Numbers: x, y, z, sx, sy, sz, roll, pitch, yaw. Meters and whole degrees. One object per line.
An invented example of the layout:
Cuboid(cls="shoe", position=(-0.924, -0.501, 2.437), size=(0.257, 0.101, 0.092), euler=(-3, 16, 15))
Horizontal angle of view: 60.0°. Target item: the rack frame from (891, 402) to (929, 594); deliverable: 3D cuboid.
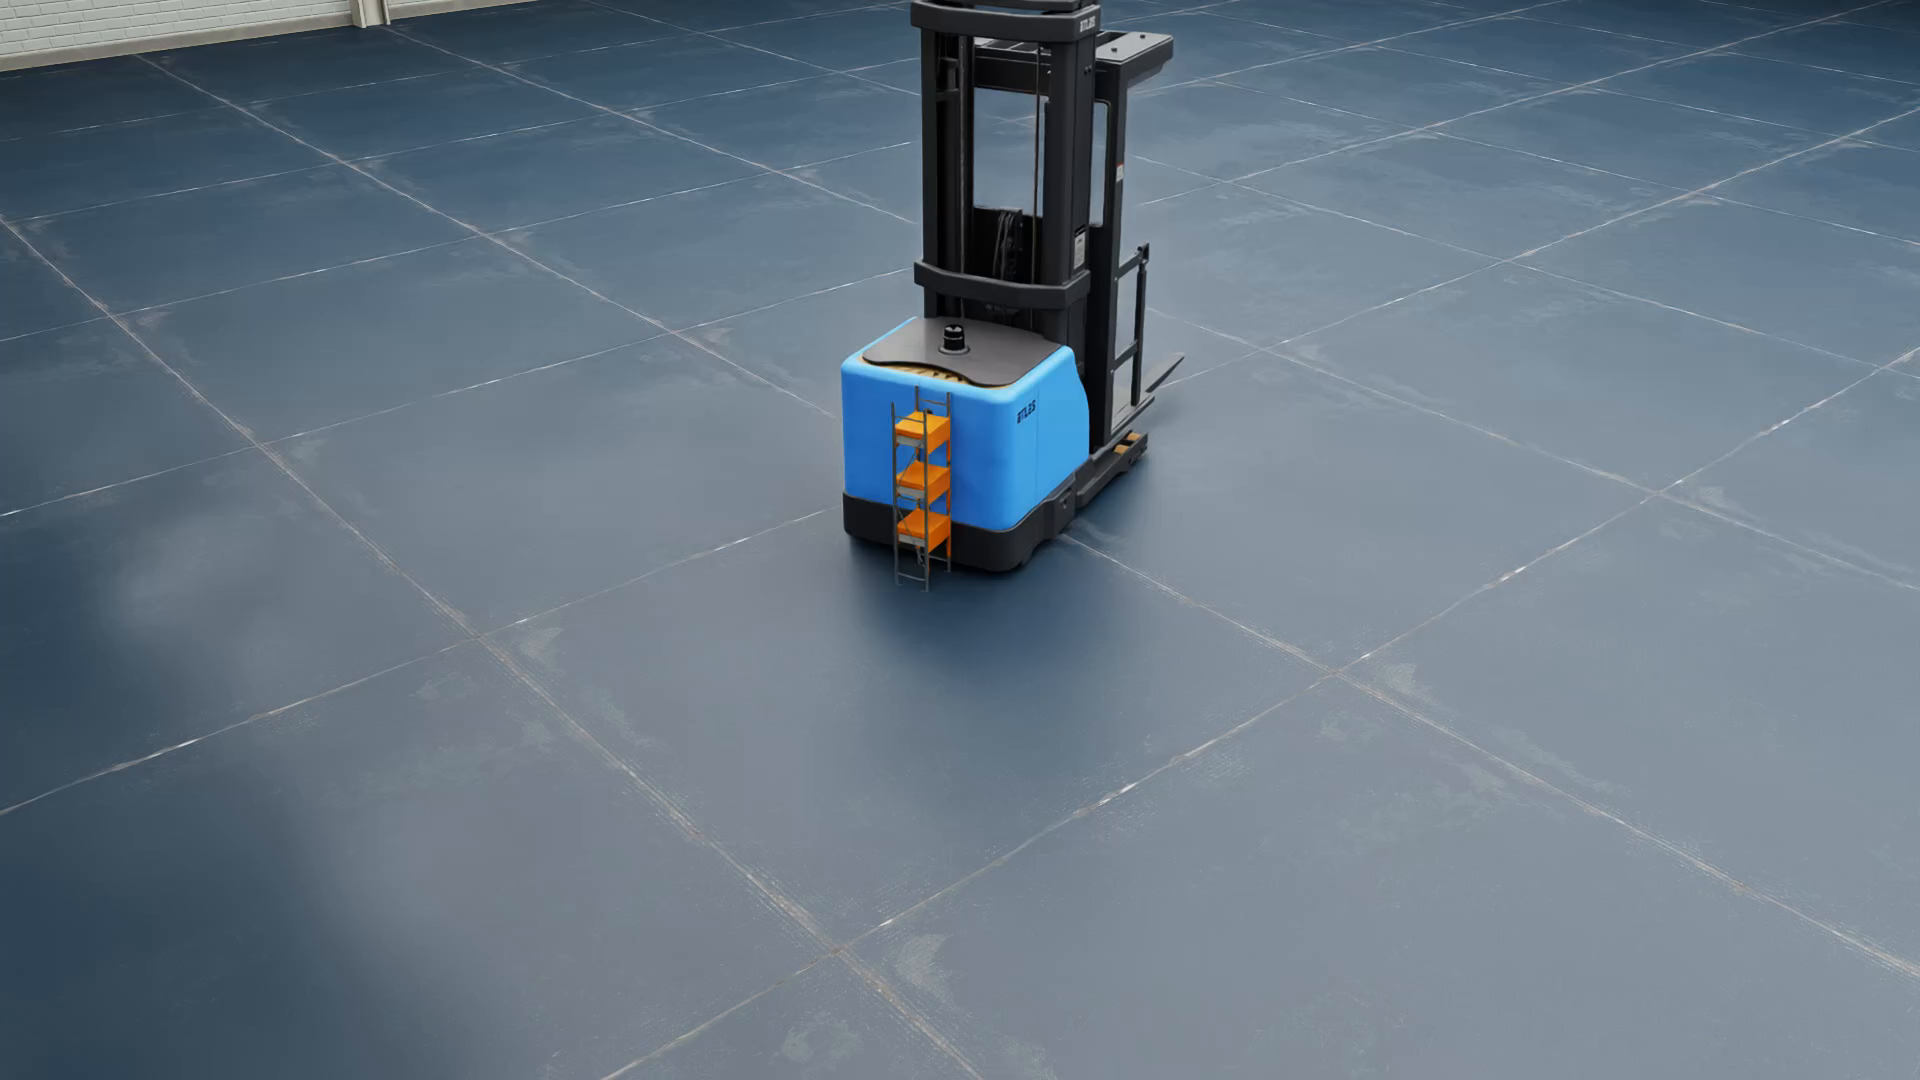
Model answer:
Cuboid(cls="rack frame", position=(-0.254, -0.204, 8.519), size=(0.200, 1.050, 0.008), euler=(14, 31, 24))

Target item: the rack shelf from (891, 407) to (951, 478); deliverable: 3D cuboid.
Cuboid(cls="rack shelf", position=(-0.196, -0.496, 8.485), size=(0.215, 0.259, 0.240), euler=(14, 31, 24))

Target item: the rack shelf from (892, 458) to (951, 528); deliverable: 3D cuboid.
Cuboid(cls="rack shelf", position=(-0.196, -0.246, 8.619), size=(0.215, 0.259, 0.240), euler=(14, 31, 24))

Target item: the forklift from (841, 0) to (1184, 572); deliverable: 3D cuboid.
Cuboid(cls="forklift", position=(0.494, -1.790, 9.489), size=(1.130, 2.935, 3.031), euler=(14, 31, 24))

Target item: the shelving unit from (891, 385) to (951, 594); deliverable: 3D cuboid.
Cuboid(cls="shelving unit", position=(-0.196, -0.255, 8.614), size=(0.215, 1.050, 0.252), euler=(14, 31, 24))

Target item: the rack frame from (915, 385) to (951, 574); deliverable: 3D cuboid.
Cuboid(cls="rack frame", position=(-0.139, -0.306, 8.709), size=(0.200, 1.050, 0.008), euler=(14, 31, 24))

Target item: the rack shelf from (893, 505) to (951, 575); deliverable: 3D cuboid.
Cuboid(cls="rack shelf", position=(-0.196, -0.001, 8.750), size=(0.215, 0.259, 0.240), euler=(14, 31, 24))

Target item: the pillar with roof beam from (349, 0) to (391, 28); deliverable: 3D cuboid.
Cuboid(cls="pillar with roof beam", position=(-5.004, -9.263, 17.036), size=(0.400, 9.000, 9.100), euler=(-22, 35, -35))
